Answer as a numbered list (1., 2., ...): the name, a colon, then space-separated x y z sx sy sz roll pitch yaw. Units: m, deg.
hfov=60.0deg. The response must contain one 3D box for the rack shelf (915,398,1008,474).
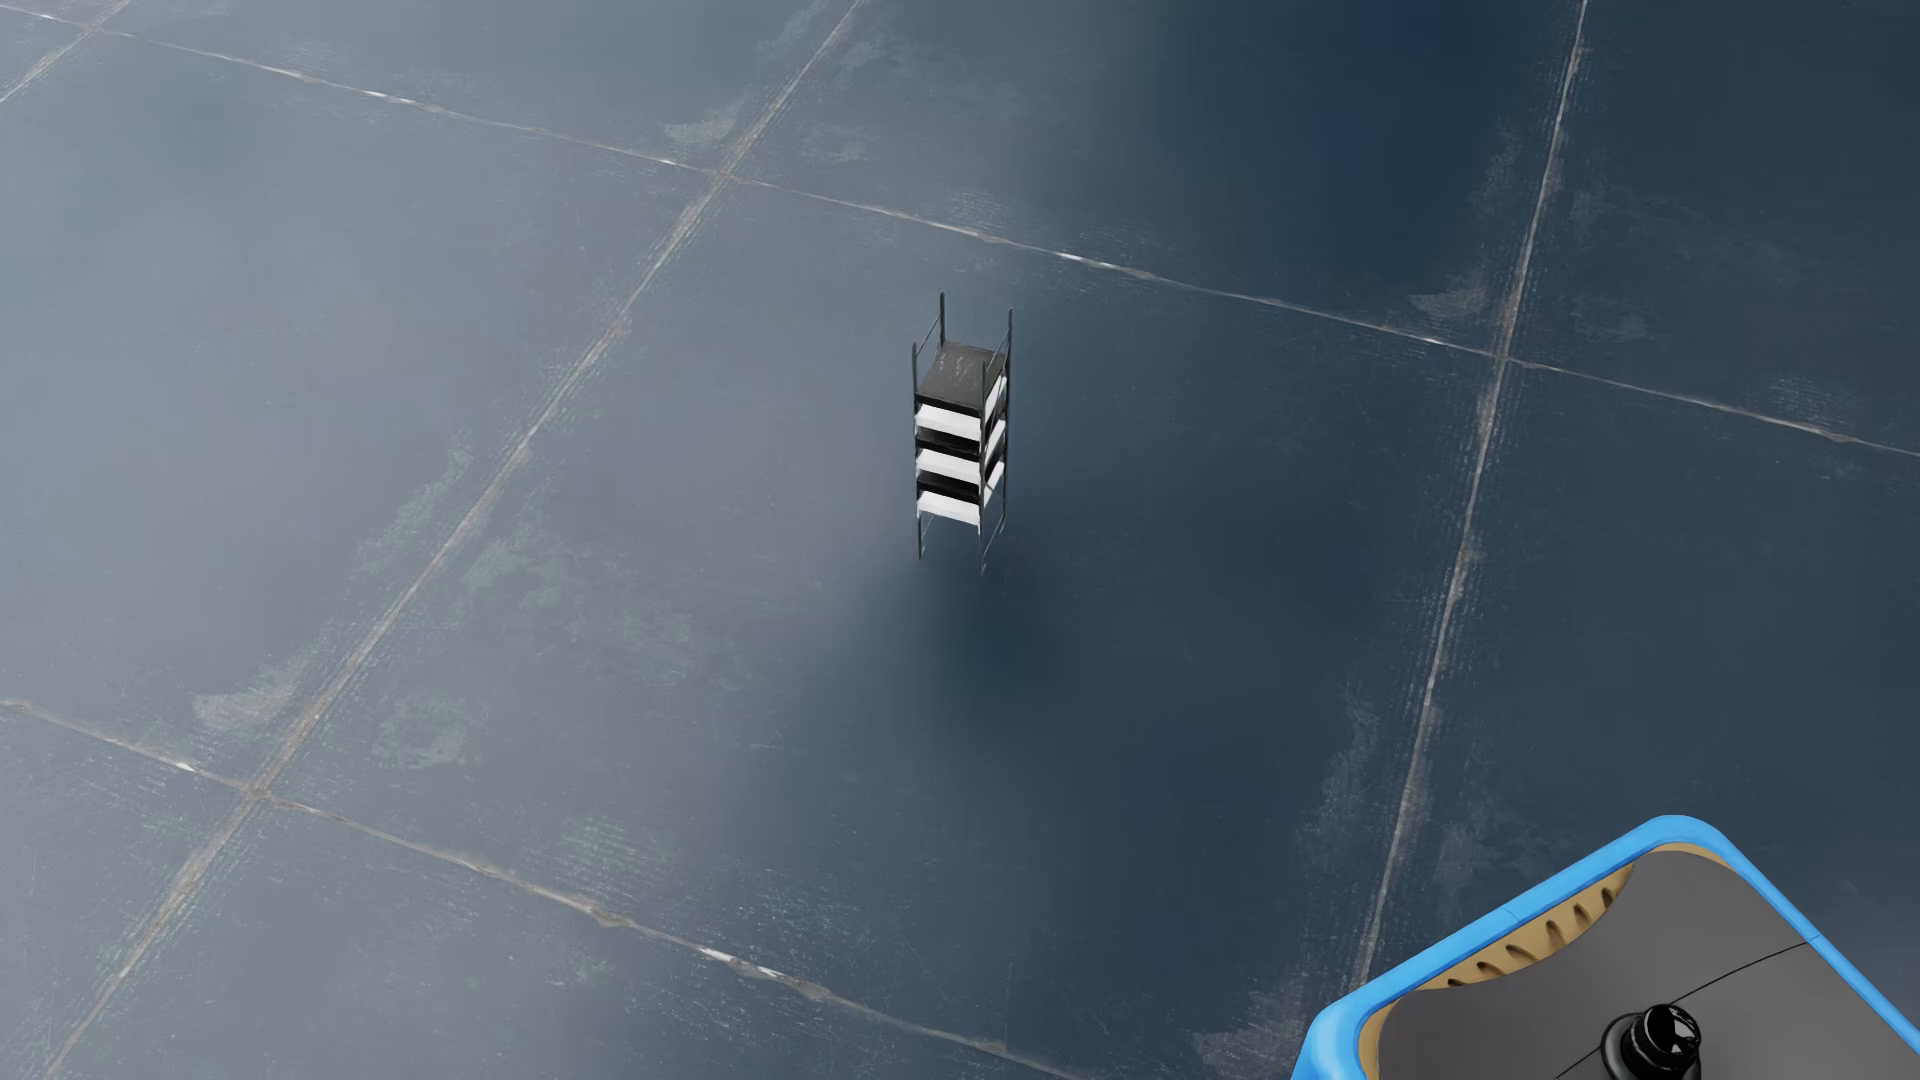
1. rack shelf: 0.008 -0.330 4.865 0.200 0.077 0.258 16 51 13

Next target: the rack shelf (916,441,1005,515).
1. rack shelf: 0.008 -0.212 5.001 0.200 0.077 0.258 16 51 13

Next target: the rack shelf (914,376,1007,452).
1. rack shelf: 0.008 -0.389 4.797 0.200 0.077 0.258 16 51 13

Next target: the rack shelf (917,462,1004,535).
1. rack shelf: 0.008 -0.153 5.069 0.200 0.077 0.258 16 51 13

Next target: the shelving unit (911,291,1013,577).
1. shelving unit: 0.008 -0.293 4.908 0.210 0.900 0.258 16 51 13

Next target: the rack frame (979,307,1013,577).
1. rack frame: 0.103 -0.266 4.885 0.006 0.900 0.240 16 51 13

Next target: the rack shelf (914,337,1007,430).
1. rack shelf: 0.008 -0.448 4.729 0.200 0.077 0.258 16 51 13

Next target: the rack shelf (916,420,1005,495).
1. rack shelf: 0.008 -0.271 4.933 0.200 0.077 0.258 16 51 13

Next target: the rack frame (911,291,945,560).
1. rack frame: -0.088 -0.319 4.931 0.006 0.900 0.240 16 51 13

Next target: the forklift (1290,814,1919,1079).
1. forklift: 1.787 1.428 2.073 1.130 2.935 3.031 -23 53 -19
